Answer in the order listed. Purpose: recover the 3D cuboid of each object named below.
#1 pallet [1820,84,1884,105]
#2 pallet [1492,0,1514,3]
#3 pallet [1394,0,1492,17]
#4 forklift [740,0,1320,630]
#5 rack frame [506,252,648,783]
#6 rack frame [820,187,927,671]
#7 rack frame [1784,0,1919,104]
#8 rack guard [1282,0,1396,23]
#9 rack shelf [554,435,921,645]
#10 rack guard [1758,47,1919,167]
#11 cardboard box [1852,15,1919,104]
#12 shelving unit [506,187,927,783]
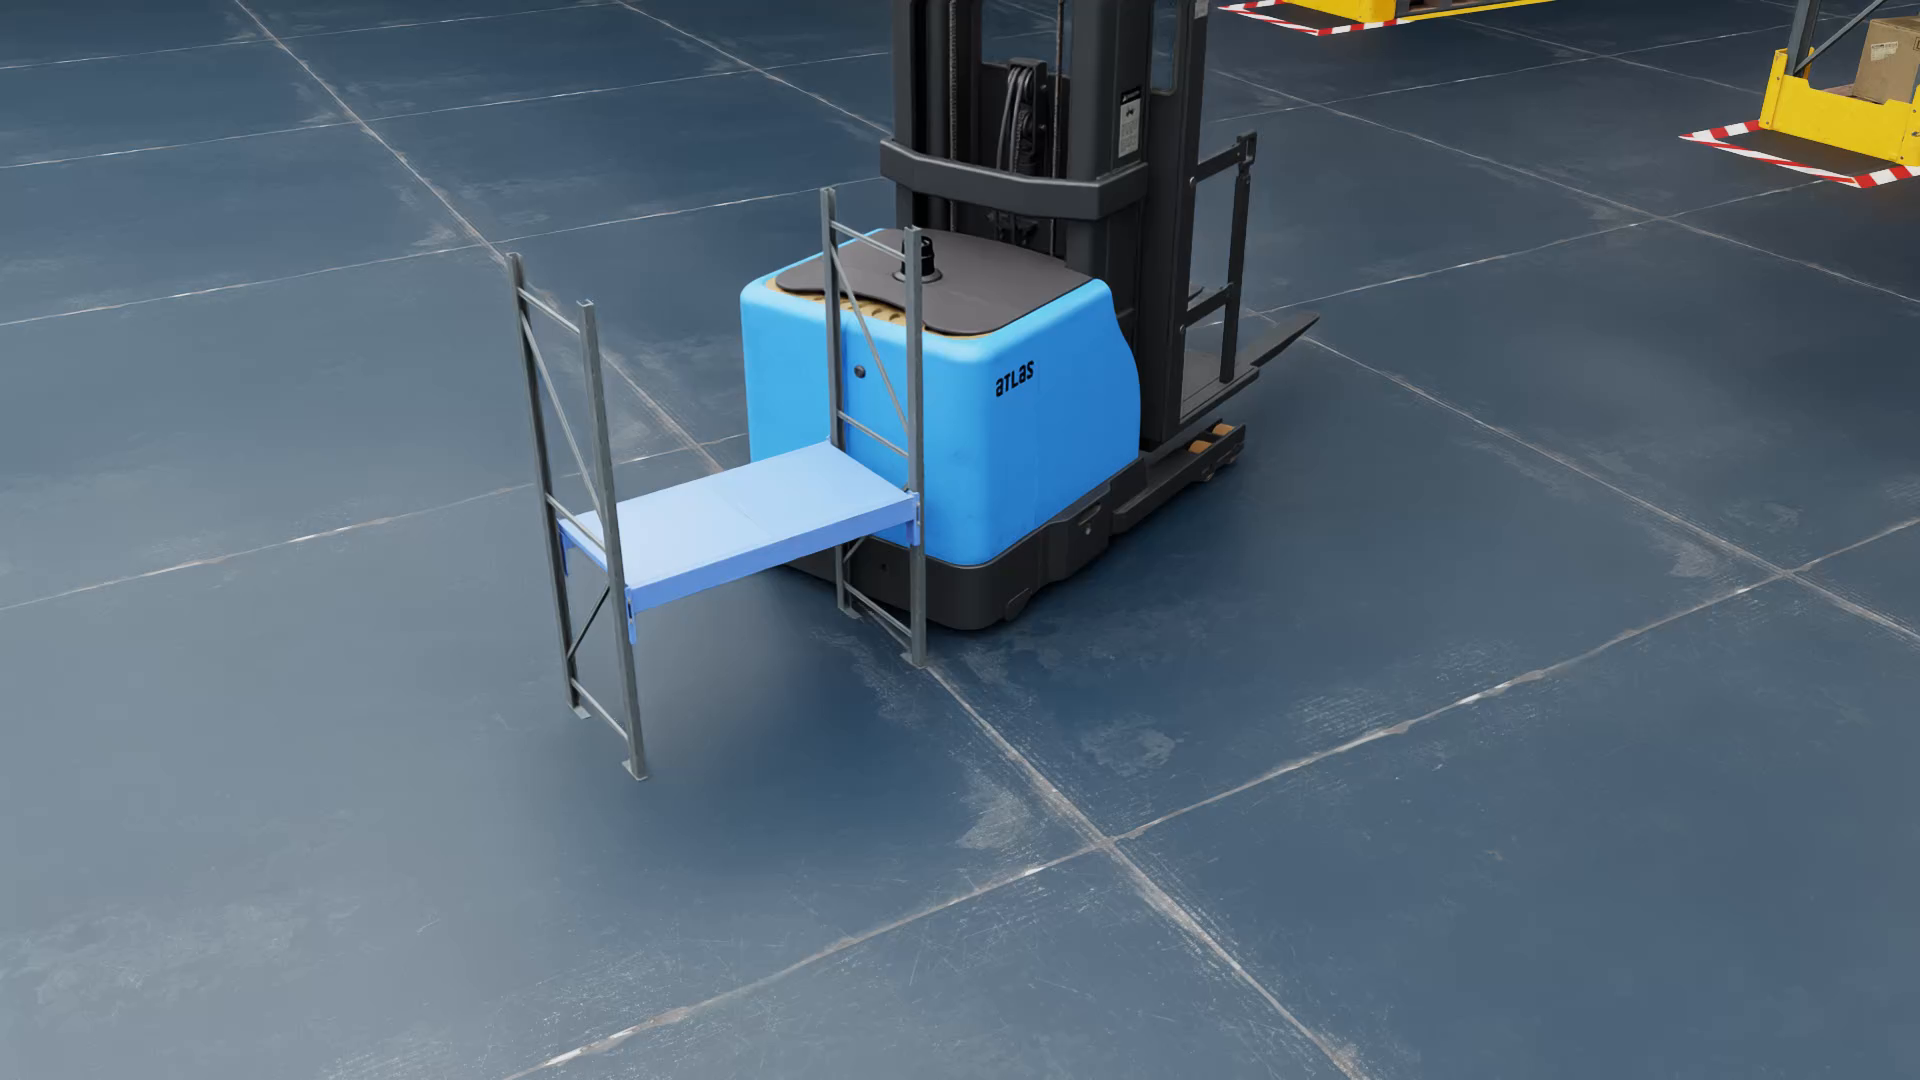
[{"bbox_3d":[6.605,-2.915,11.314,1.213,0.211,1.003,-16,33,-26],"label":"pallet"},{"bbox_3d":[5.107,-5.307,15.648,1.213,0.211,1.003,-16,33,-26],"label":"pallet"},{"bbox_3d":[4.057,-5.011,15.111,1.213,0.211,1.003,-16,33,-26],"label":"pallet"},{"bbox_3d":[0.511,-1.640,6.187,1.130,2.935,3.031,19,34,31],"label":"forklift"},{"bbox_3d":[-1.091,-0.037,4.766,0.032,1.500,0.500,-19,34,-31],"label":"rack frame"},{"bbox_3d":[-0.269,-0.327,5.290,0.032,1.500,0.500,-19,34,-31],"label":"rack frame"},{"bbox_3d":[5.821,-3.933,10.273,0.127,3.000,1.000,-16,33,-26],"label":"rack frame"},{"bbox_3d":[3.354,-4.940,14.685,0.348,0.500,1.175,-16,33,-26],"label":"rack guard"},{"bbox_3d":[-0.680,-0.025,5.115,1.000,0.185,0.538,-19,34,-31],"label":"rack shelf"},{"bbox_3d":[5.887,-2.857,10.910,0.348,0.500,1.175,-16,33,-26],"label":"rack guard"},{"bbox_3d":[6.368,-3.169,11.040,0.500,0.500,0.500,-10,30,-17],"label":"cardboard box"},{"bbox_3d":[-0.680,-0.182,5.028,1.048,1.500,0.538,-19,34,-31],"label":"shelving unit"}]
